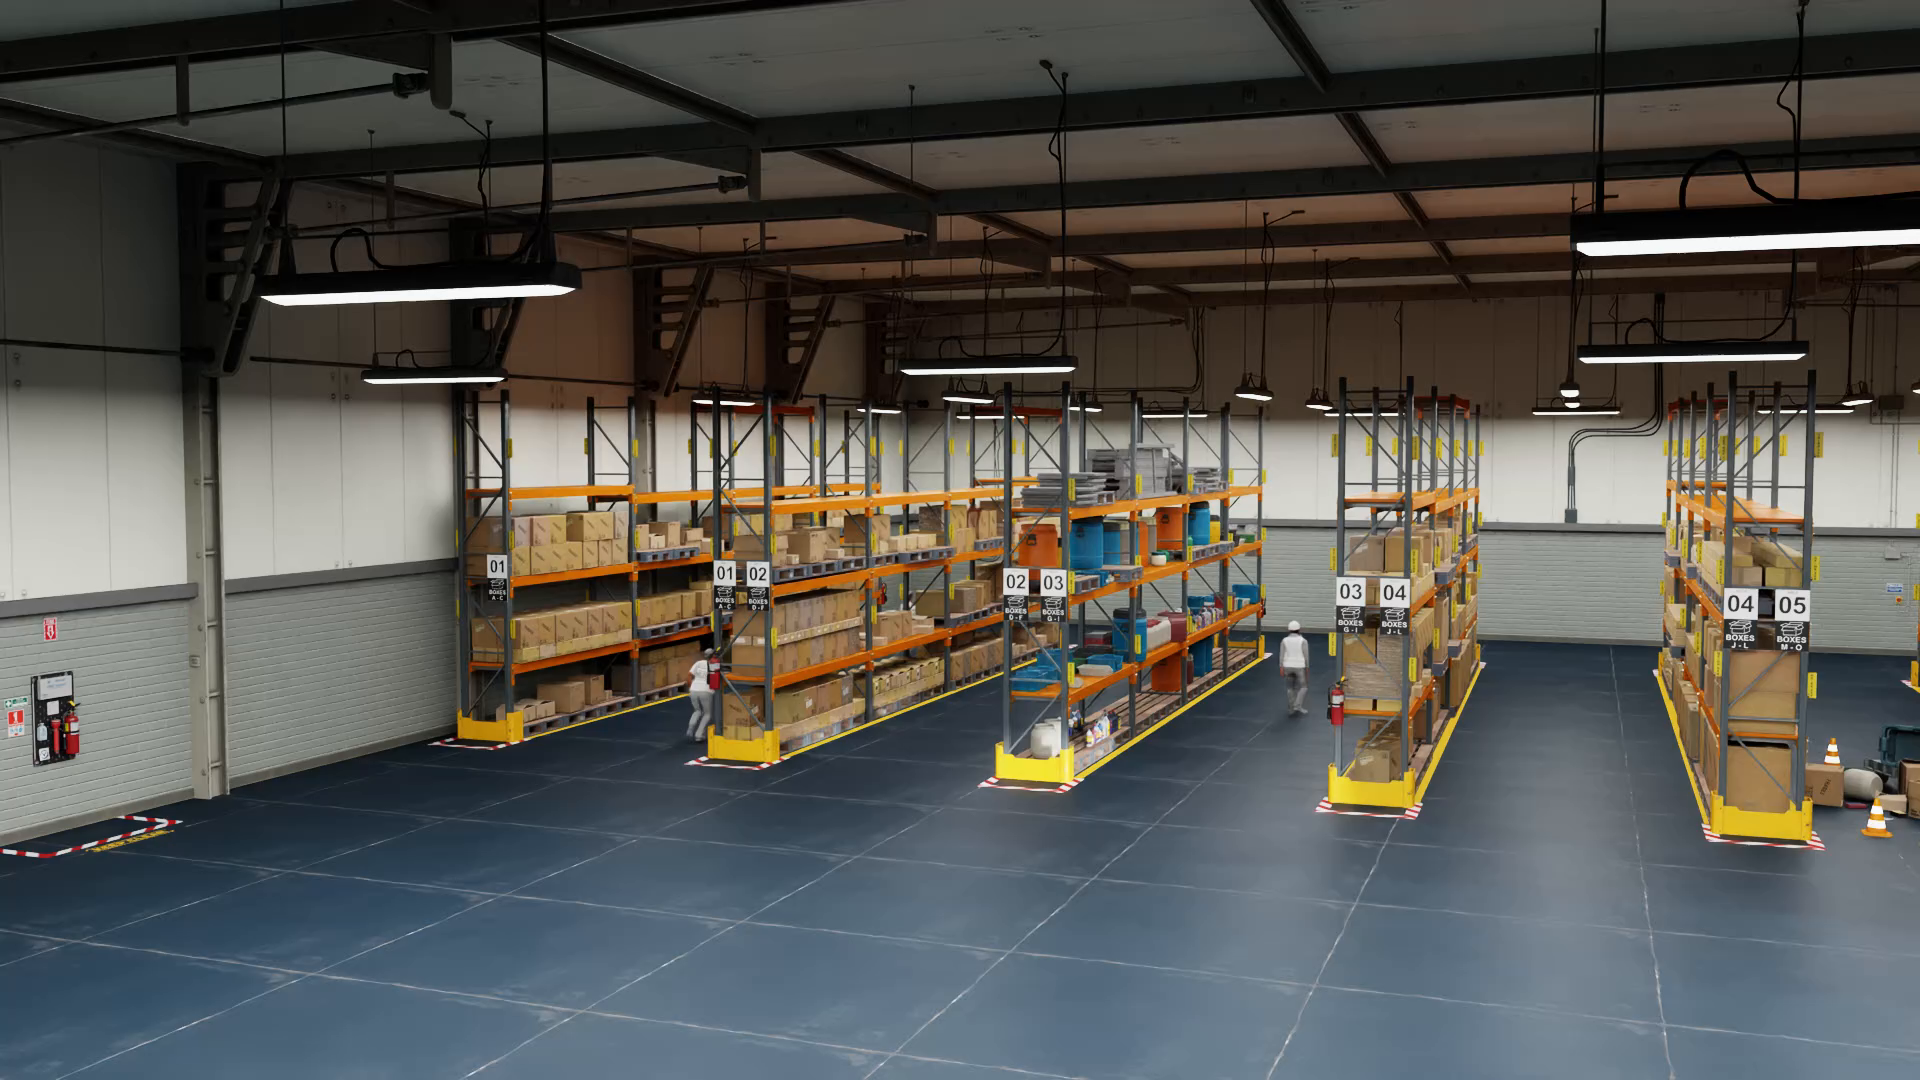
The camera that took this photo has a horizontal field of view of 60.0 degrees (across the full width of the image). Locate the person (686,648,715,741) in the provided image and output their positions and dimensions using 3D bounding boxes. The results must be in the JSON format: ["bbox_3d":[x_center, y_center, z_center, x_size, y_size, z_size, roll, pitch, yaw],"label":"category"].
[{"bbox_3d":[-4.397,2.650,28.696,0.598,1.559,0.721,1,3,23],"label":"person"}]

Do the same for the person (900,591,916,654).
[{"bbox_3d":[-1.236,2.038,38.729,0.480,1.676,0.515,-3,4,-41],"label":"person"}]

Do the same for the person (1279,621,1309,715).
[{"bbox_3d":[6.279,2.404,31.221,0.565,1.772,0.537,1,3,23],"label":"person"}]
